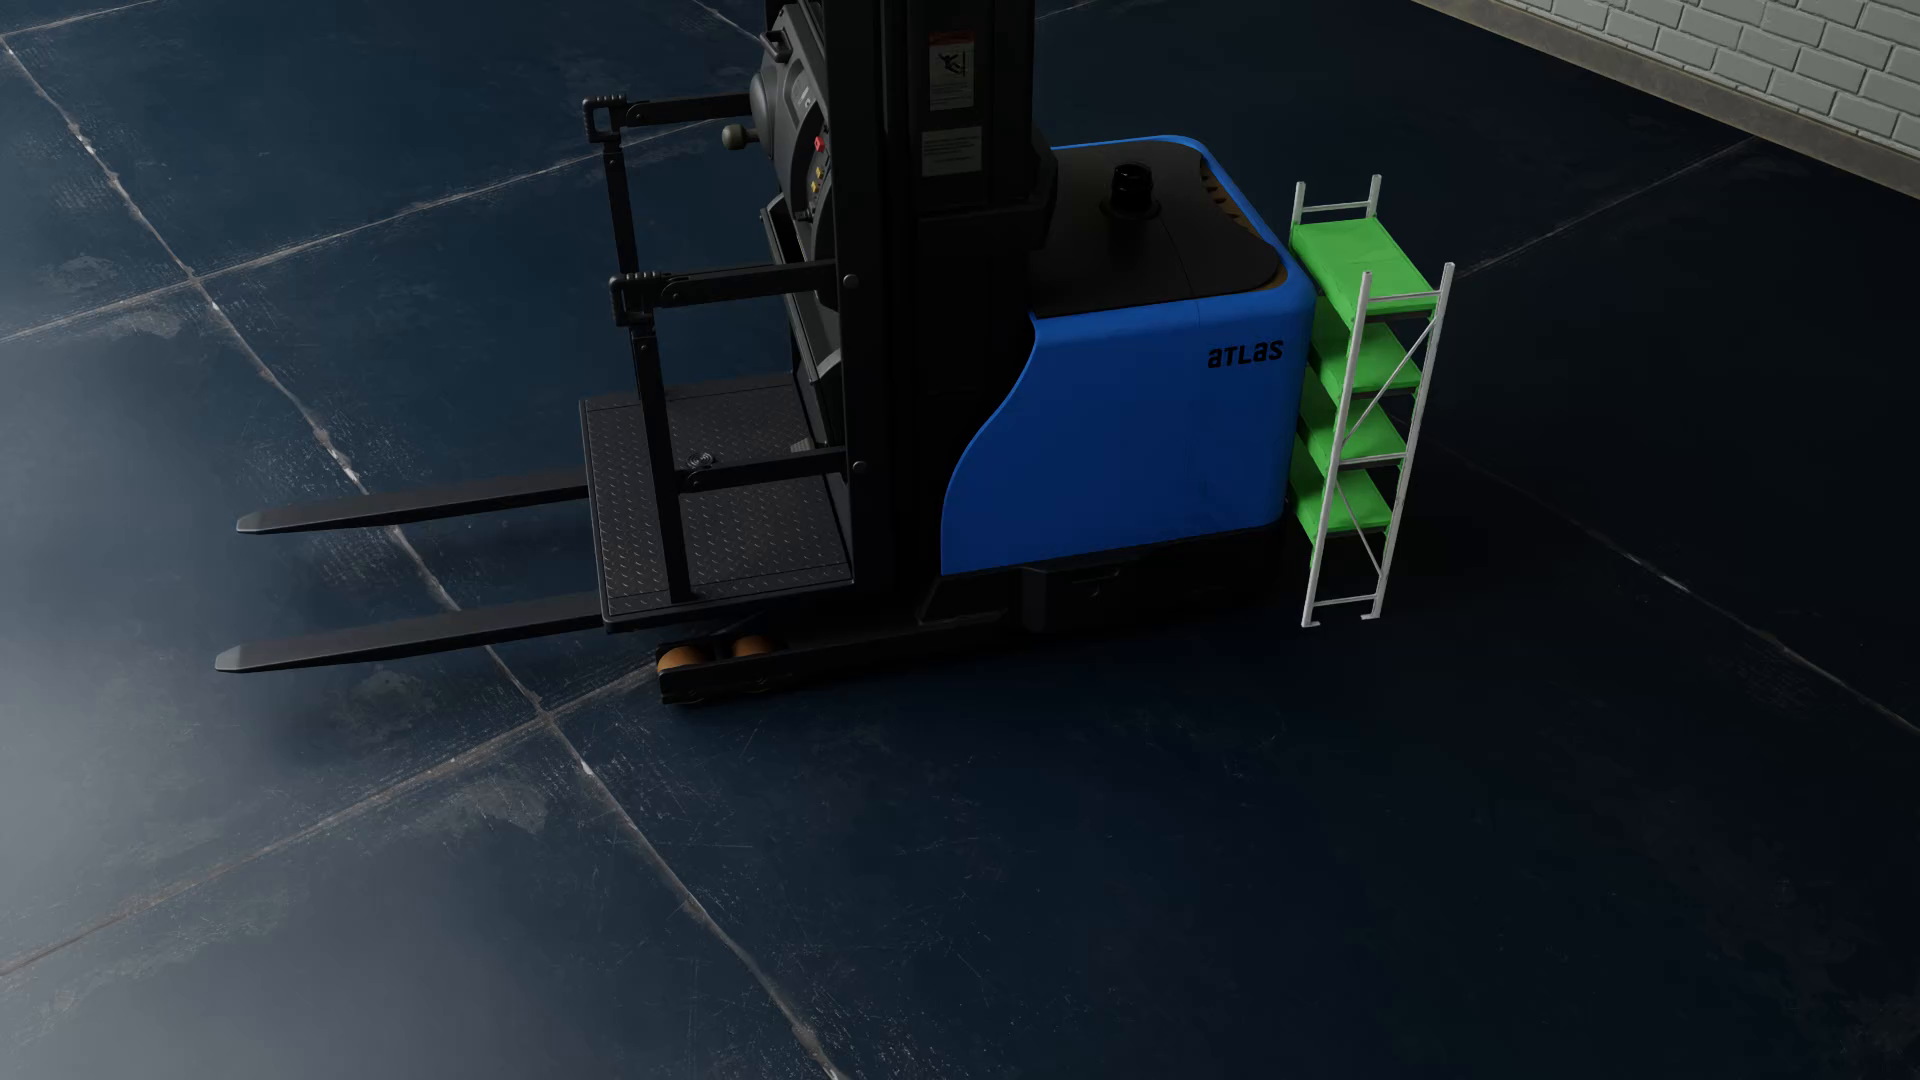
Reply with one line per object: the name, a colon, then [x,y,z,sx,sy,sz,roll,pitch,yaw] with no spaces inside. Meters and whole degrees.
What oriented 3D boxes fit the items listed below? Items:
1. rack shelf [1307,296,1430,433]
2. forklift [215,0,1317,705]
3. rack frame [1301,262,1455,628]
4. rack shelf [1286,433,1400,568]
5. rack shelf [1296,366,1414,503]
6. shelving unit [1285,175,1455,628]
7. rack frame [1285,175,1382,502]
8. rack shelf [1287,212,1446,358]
rack shelf: [1.088,-0.510,4.648,0.258,0.148,0.480,-7,40,-8]
forklift: [-0.610,-1.041,4.208,3.031,2.935,1.130,-9,40,-10]
rack frame: [1.133,-0.222,4.574,0.240,1.200,0.015,-7,40,-8]
rack shelf: [1.088,-0.139,4.952,0.258,0.148,0.480,-7,40,-8]
rack shelf: [1.088,-0.324,4.800,0.258,0.148,0.480,-7,40,-8]
shelving unit: [1.088,-0.374,4.759,0.258,1.200,0.503,-7,40,-8]
rack frame: [1.042,-0.526,4.945,0.240,1.200,0.015,-7,40,-8]
rack shelf: [1.088,-0.695,4.496,0.258,0.148,0.480,-7,40,-8]
